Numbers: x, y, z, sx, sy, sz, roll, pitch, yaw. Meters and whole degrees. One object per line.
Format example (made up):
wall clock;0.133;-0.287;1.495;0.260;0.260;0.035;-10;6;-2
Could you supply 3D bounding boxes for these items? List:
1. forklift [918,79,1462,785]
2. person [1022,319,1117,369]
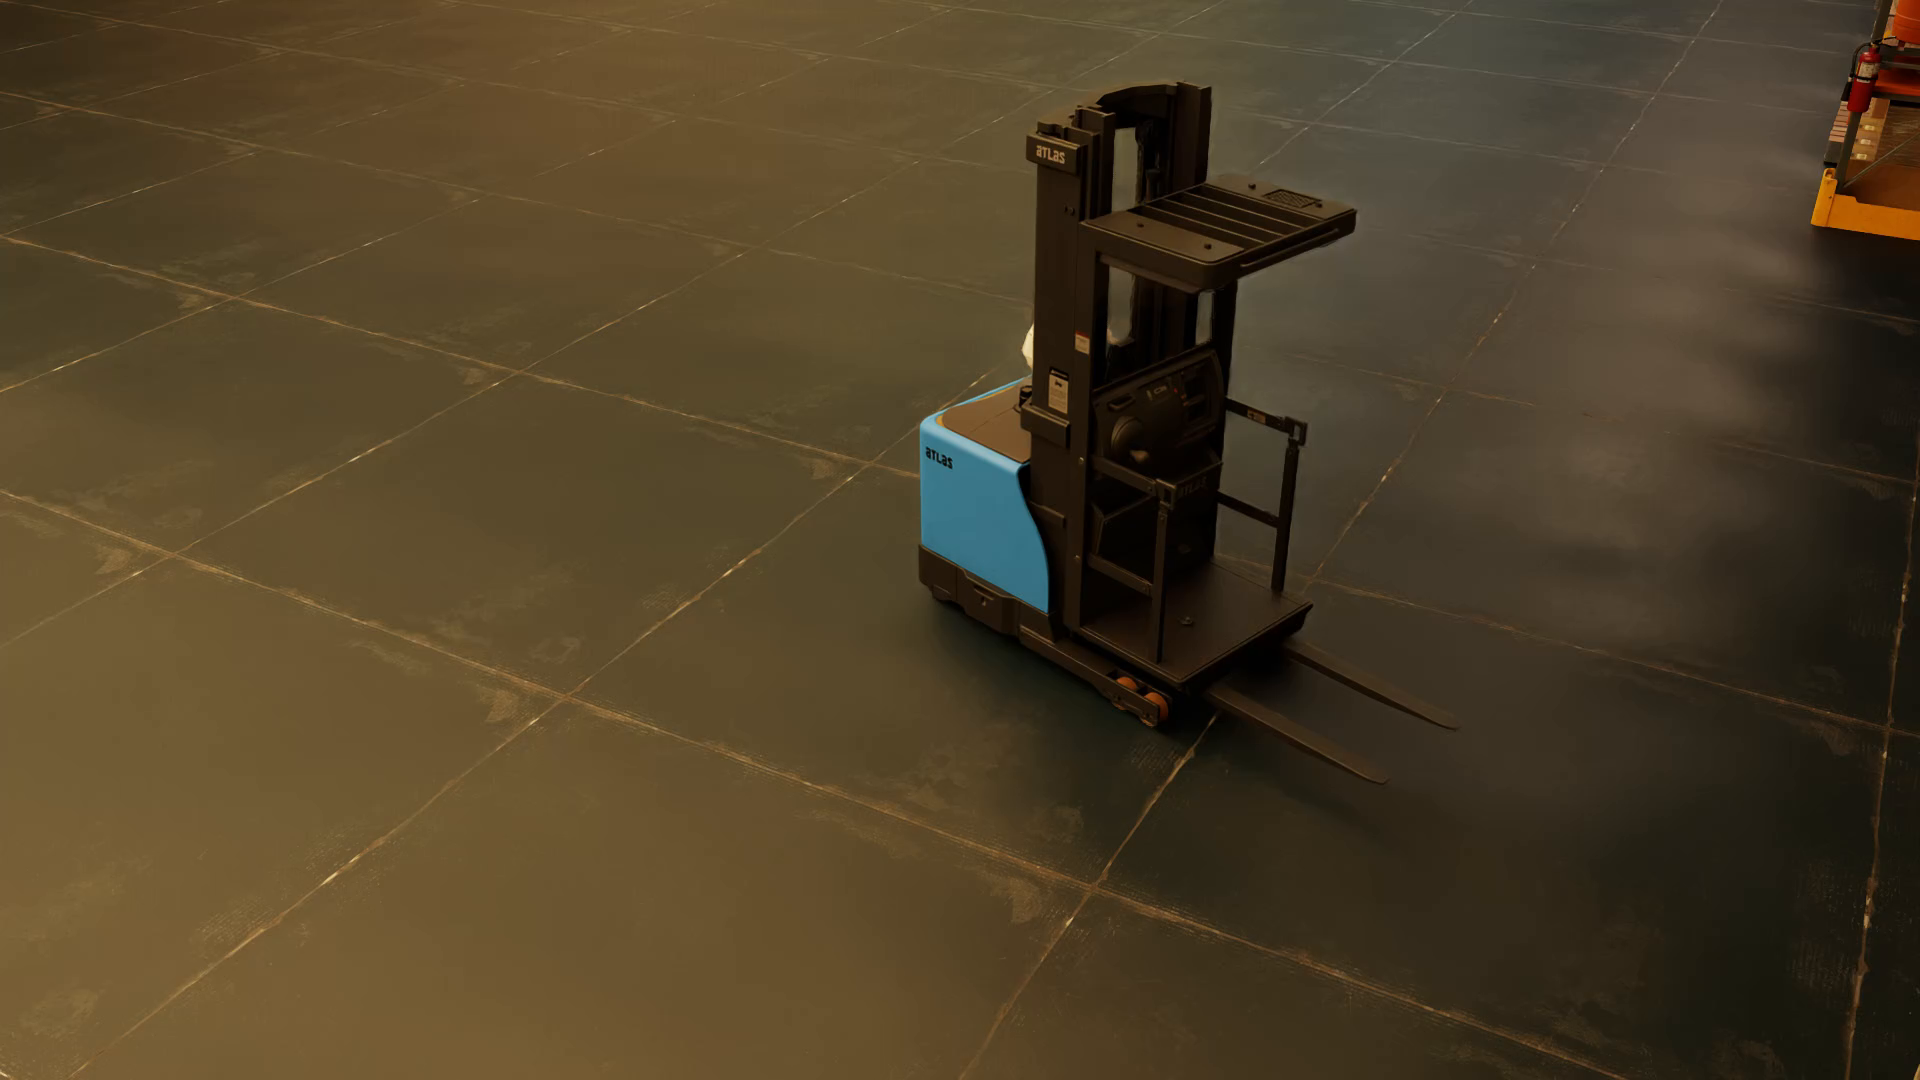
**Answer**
forklift;1.141;-0.622;8.149;1.130;2.935;3.031;-25;38;-36
person;0.738;-1.264;10.819;0.655;1.469;0.839;3;30;5
